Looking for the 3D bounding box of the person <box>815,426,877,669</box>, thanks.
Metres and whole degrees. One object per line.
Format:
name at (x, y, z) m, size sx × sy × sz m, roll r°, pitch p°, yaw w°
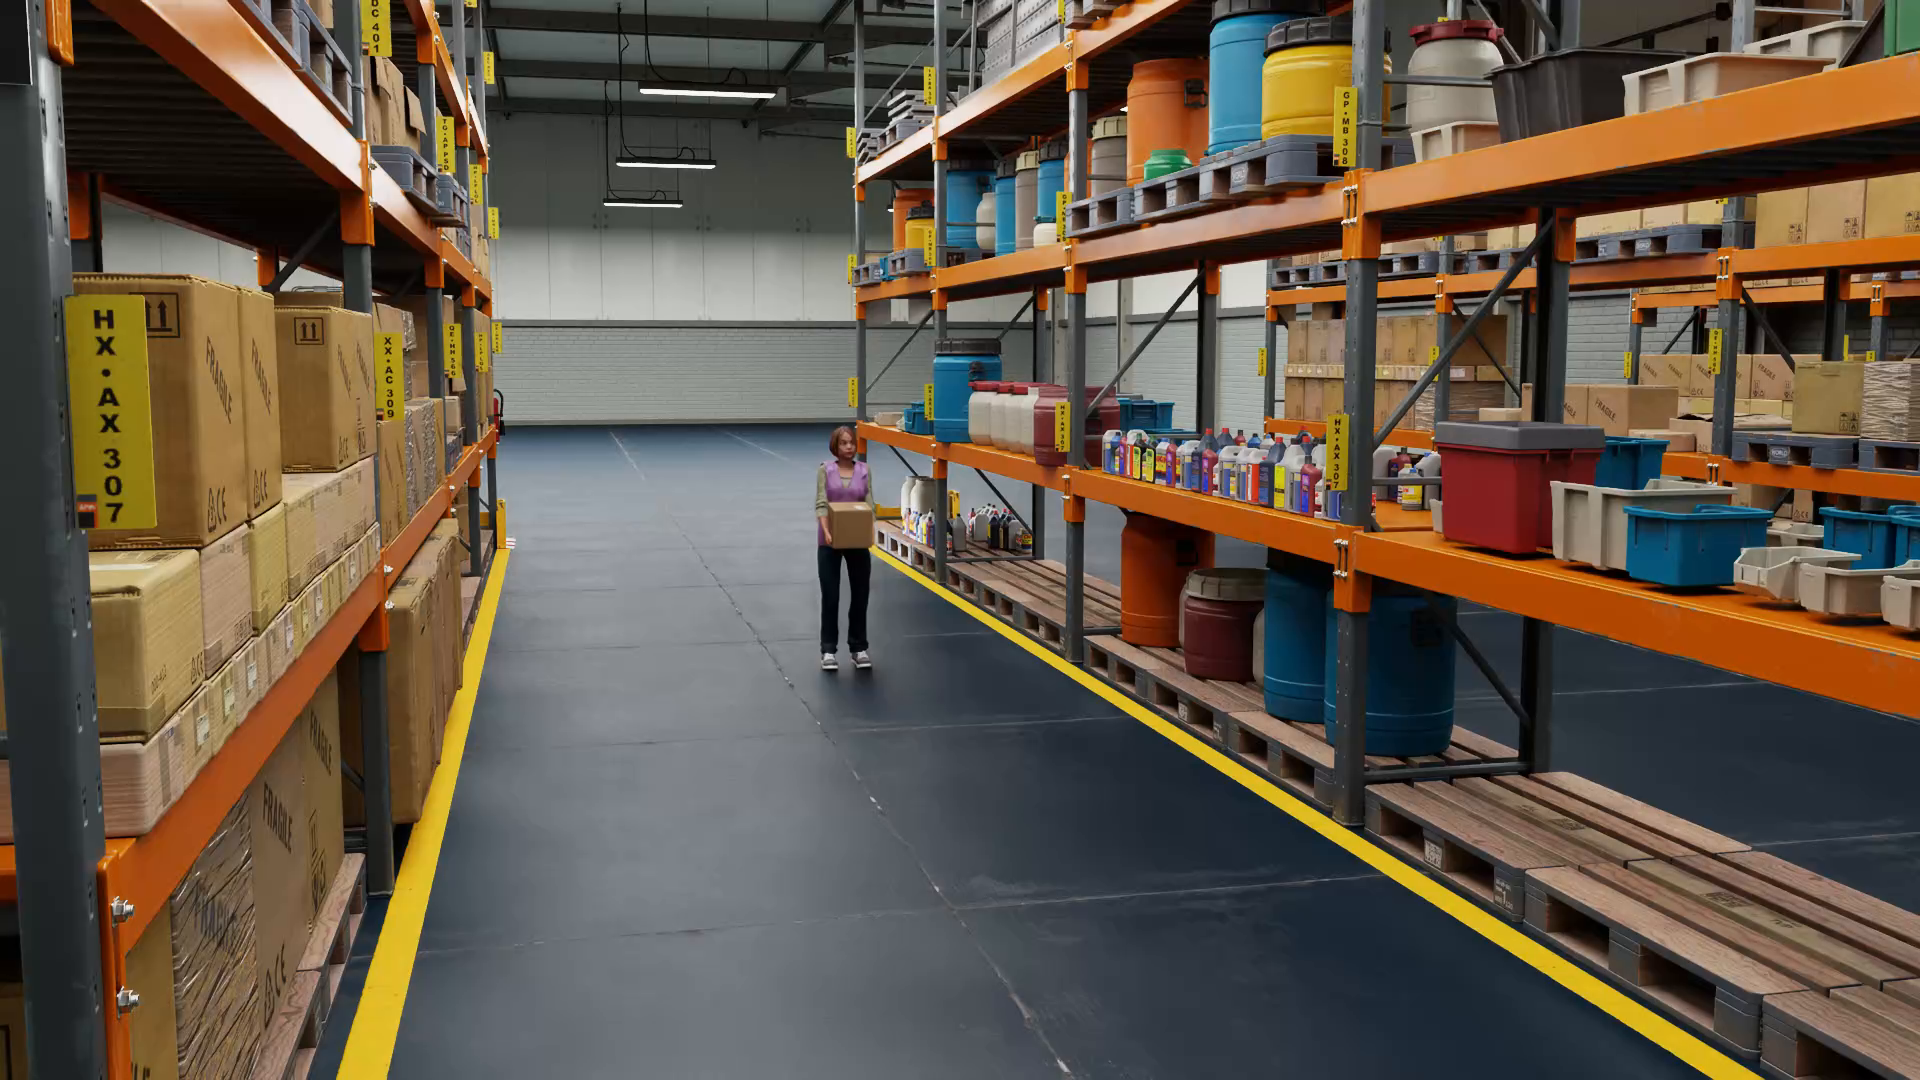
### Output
person at (-0.744, 0.058, 10.879) m, size 0.404 × 1.592 × 0.494 m, roll -1°, pitch 6°, yaw -13°
